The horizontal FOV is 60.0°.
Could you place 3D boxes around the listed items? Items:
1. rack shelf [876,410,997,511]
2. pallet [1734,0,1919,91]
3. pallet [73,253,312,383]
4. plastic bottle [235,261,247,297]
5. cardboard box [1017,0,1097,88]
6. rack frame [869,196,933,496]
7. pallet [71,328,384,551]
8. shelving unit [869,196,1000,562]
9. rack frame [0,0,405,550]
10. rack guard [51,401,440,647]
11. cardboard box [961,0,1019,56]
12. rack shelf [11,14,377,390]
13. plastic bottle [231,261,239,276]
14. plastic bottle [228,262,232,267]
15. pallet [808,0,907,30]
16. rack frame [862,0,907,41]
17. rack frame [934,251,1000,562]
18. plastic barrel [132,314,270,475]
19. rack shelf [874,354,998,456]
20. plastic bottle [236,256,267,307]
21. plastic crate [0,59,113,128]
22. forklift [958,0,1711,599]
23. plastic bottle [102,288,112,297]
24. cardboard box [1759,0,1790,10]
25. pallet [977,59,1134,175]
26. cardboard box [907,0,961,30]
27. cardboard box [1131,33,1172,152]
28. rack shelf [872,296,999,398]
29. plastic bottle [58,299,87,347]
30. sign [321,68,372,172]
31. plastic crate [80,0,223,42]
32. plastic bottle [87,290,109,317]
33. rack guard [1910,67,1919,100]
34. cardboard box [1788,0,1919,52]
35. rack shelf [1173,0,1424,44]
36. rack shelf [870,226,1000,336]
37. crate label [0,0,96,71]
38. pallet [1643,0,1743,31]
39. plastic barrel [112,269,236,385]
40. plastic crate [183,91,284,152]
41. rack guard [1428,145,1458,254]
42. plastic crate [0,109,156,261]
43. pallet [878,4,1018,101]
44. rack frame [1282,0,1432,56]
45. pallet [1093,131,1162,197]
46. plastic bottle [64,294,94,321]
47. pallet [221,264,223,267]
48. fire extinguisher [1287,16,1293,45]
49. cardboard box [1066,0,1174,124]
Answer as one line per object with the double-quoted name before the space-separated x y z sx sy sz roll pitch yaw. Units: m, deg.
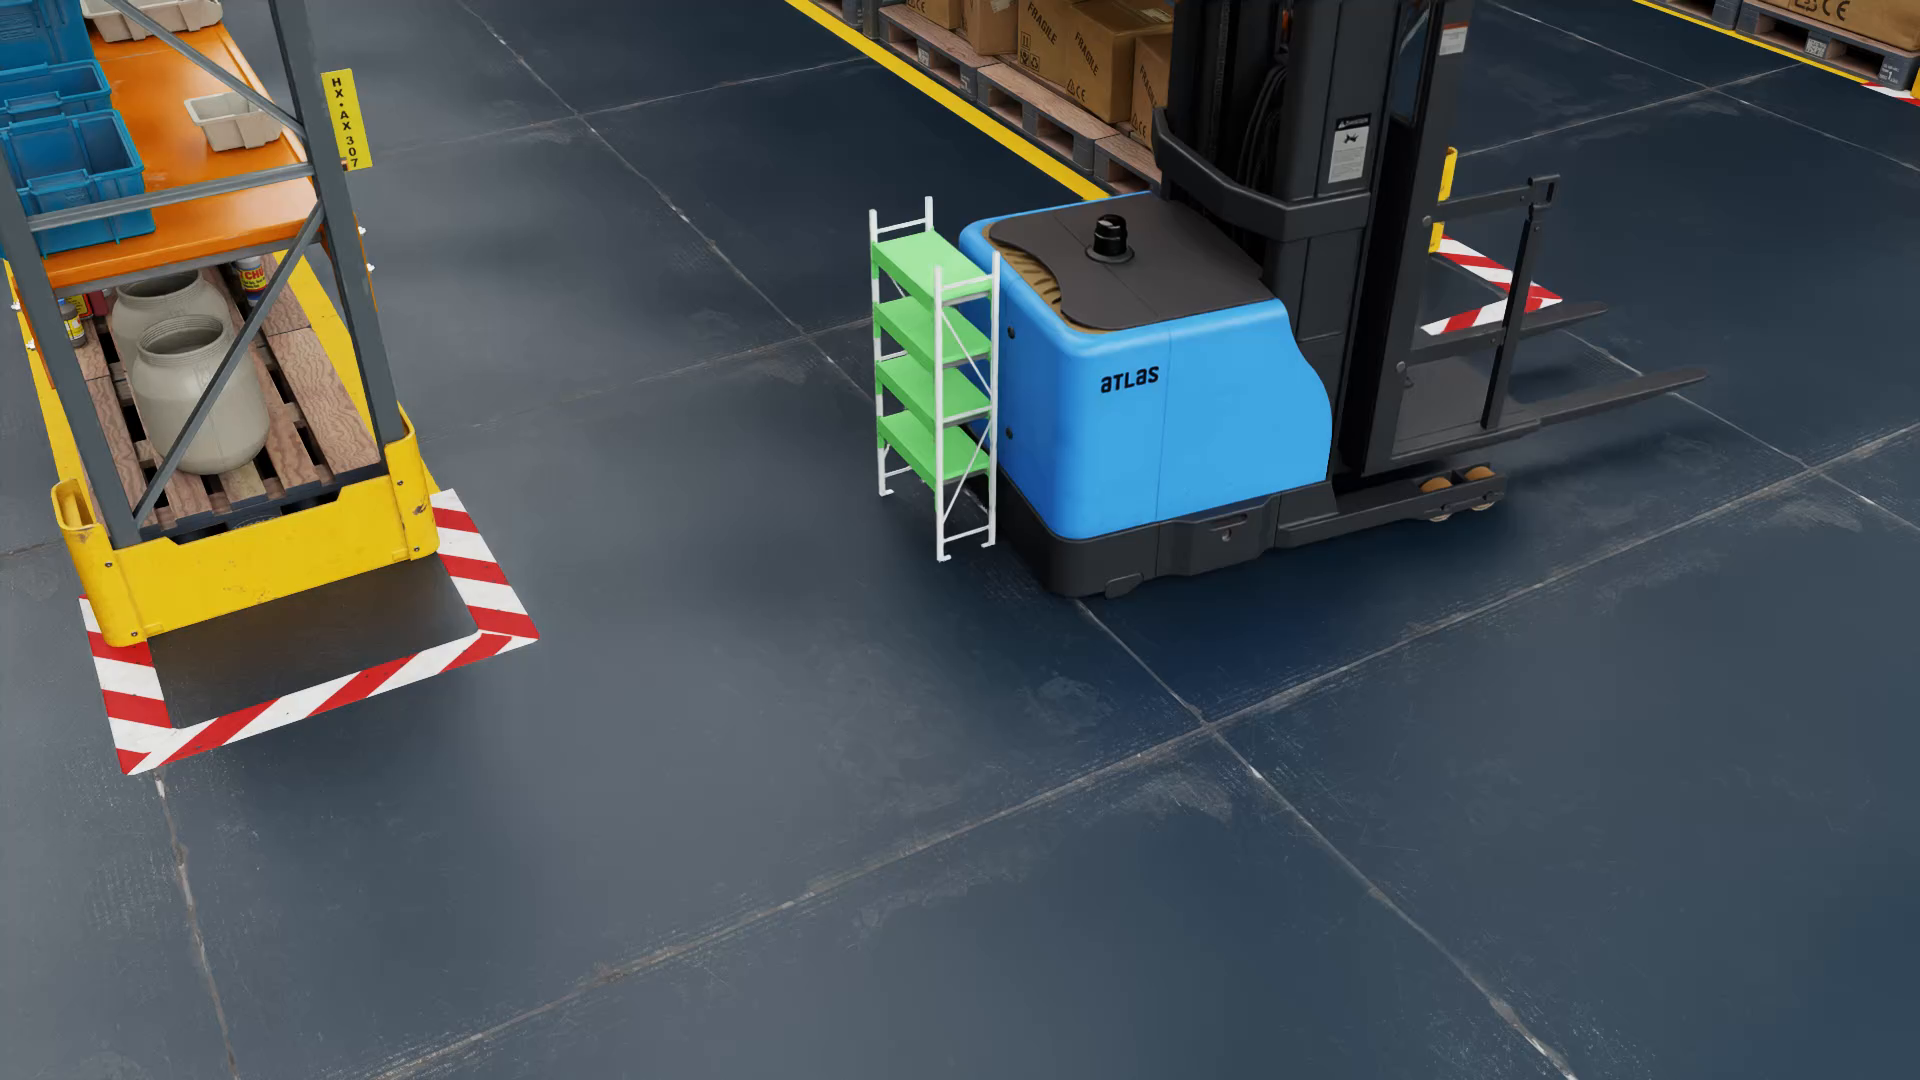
"rack shelf" -0.092 -0.321 6.188 0.258 0.148 0.480 -18 40 -22
"pallet" 5.717 -3.207 10.462 1.003 0.211 1.213 -19 40 -24
"pallet" -3.526 -0.999 7.439 1.003 0.211 1.213 -19 40 -24
"plastic bottle" -3.129 -1.180 7.322 0.097 0.201 0.097 0 36 0
"cardboard box" 0.678 -2.931 9.484 0.500 0.500 0.500 -23 42 -28
"rack frame" -0.207 -0.694 6.182 0.240 1.200 0.015 -18 40 -22
"pallet" -2.917 -0.377 6.588 1.003 0.211 1.213 -19 40 -24
"shelving unit" -0.092 -0.567 6.009 0.258 1.200 0.503 -18 40 -22
"rack frame" -2.435 -1.063 5.162 1.000 3.000 0.127 -19 40 -24
"rack guard" -2.514 -0.078 5.933 1.175 0.500 0.348 -19 40 -24
"cardboard box" 0.299 -3.225 9.885 0.500 0.500 0.500 -7 37 -9
"rack shelf" -3.440 -1.792 6.770 1.077 0.370 4.000 -19 40 -24
"plastic bottle" -3.249 -1.330 7.468 0.097 0.271 0.097 0 36 0
"plastic bottle" -3.299 -1.381 7.538 0.097 0.271 0.097 0 36 0
"pallet" -0.555 -3.841 11.330 1.003 0.211 1.213 -19 40 -24
"rack frame" -0.162 -4.570 9.964 1.000 3.000 0.127 -19 40 -24
"rack frame" 0.023 -0.440 5.835 0.240 1.200 0.015 -18 40 -22
"plastic barrel" -2.832 -0.541 6.200 0.421 0.512 0.421 0 36 0
"rack shelf" -0.092 -0.515 6.046 0.258 0.148 0.480 -18 40 -22
"plastic bottle" -3.076 -1.156 7.229 0.097 0.271 0.097 0 36 0
"plastic crate" -3.267 -1.502 5.889 0.499 0.251 0.408 -19 40 -24
"forklift" 1.549 -1.529 5.858 3.031 2.935 1.130 -14 38 -18
"plastic bottle" -3.811 -1.171 7.309 0.097 0.201 0.097 0 36 0
"cardboard box" 5.345 -4.034 10.676 0.875 0.875 0.875 -20 40 -25
"pallet" 0.823 -2.489 9.479 1.003 0.211 1.213 -19 40 -24
"cardboard box" 0.004 -3.515 10.282 0.500 0.500 0.500 -20 41 -25
"cardboard box" 1.218 -2.309 8.631 0.500 0.500 0.500 -9 37 -12
"rack shelf" -0.092 -0.709 5.905 0.258 0.148 0.480 -18 40 -22
"plastic bottle" -3.737 -0.917 6.962 0.097 0.201 0.097 0 36 0
"sign" -1.957 -1.335 5.300 0.100 0.325 0.005 -19 40 -24
"plastic crate" -3.410 -2.243 7.002 0.530 0.136 0.437 -19 40 -24
"plastic bottle" -3.748 -1.119 7.168 0.061 0.283 0.133 -19 40 -24
"rack guard" 6.199 -2.927 9.834 1.175 0.500 0.348 -19 40 -24
"cardboard box" 5.789 -3.586 10.063 0.875 0.875 0.875 -19 40 -24
"rack shelf" 0.843 -3.260 8.780 1.077 0.370 4.000 -19 40 -24
"rack shelf" -0.092 -0.903 5.763 0.258 0.148 0.480 -18 40 -22
"crate label" -3.594 -1.935 6.327 0.502 0.435 0.616 -19 40 -24
"pallet" 5.109 -3.829 11.313 1.003 0.211 1.213 -19 40 -24
"plastic barrel" -3.084 -0.796 6.550 0.421 0.512 0.421 0 36 0
"plastic crate" -2.606 -1.508 5.995 0.298 0.136 0.250 -19 40 -24
"rack guard" 1.809 -1.560 7.962 1.175 0.500 0.348 -19 40 -24
"plastic crate" -2.945 -1.169 5.434 0.499 0.251 0.616 -19 40 -24
"pallet" 0.206 -3.112 10.332 1.003 0.211 1.213 -19 40 -24
"rack frame" 1.847 -2.530 7.171 1.000 3.000 0.127 -19 40 -24
"pallet" 1.432 -1.868 8.628 1.003 0.211 1.213 -19 40 -24
"plastic bottle" -3.840 -1.084 7.127 0.152 0.276 0.135 -19 40 -24
"pallet" -4.143 -1.622 8.291 1.003 0.211 1.213 -19 40 -24
"fire extinguisher" 1.507 -2.304 6.927 0.296 0.674 0.183 -19 40 -24
"cardboard box" 0.920 -2.634 9.076 0.500 0.500 0.500 -15 39 -20
